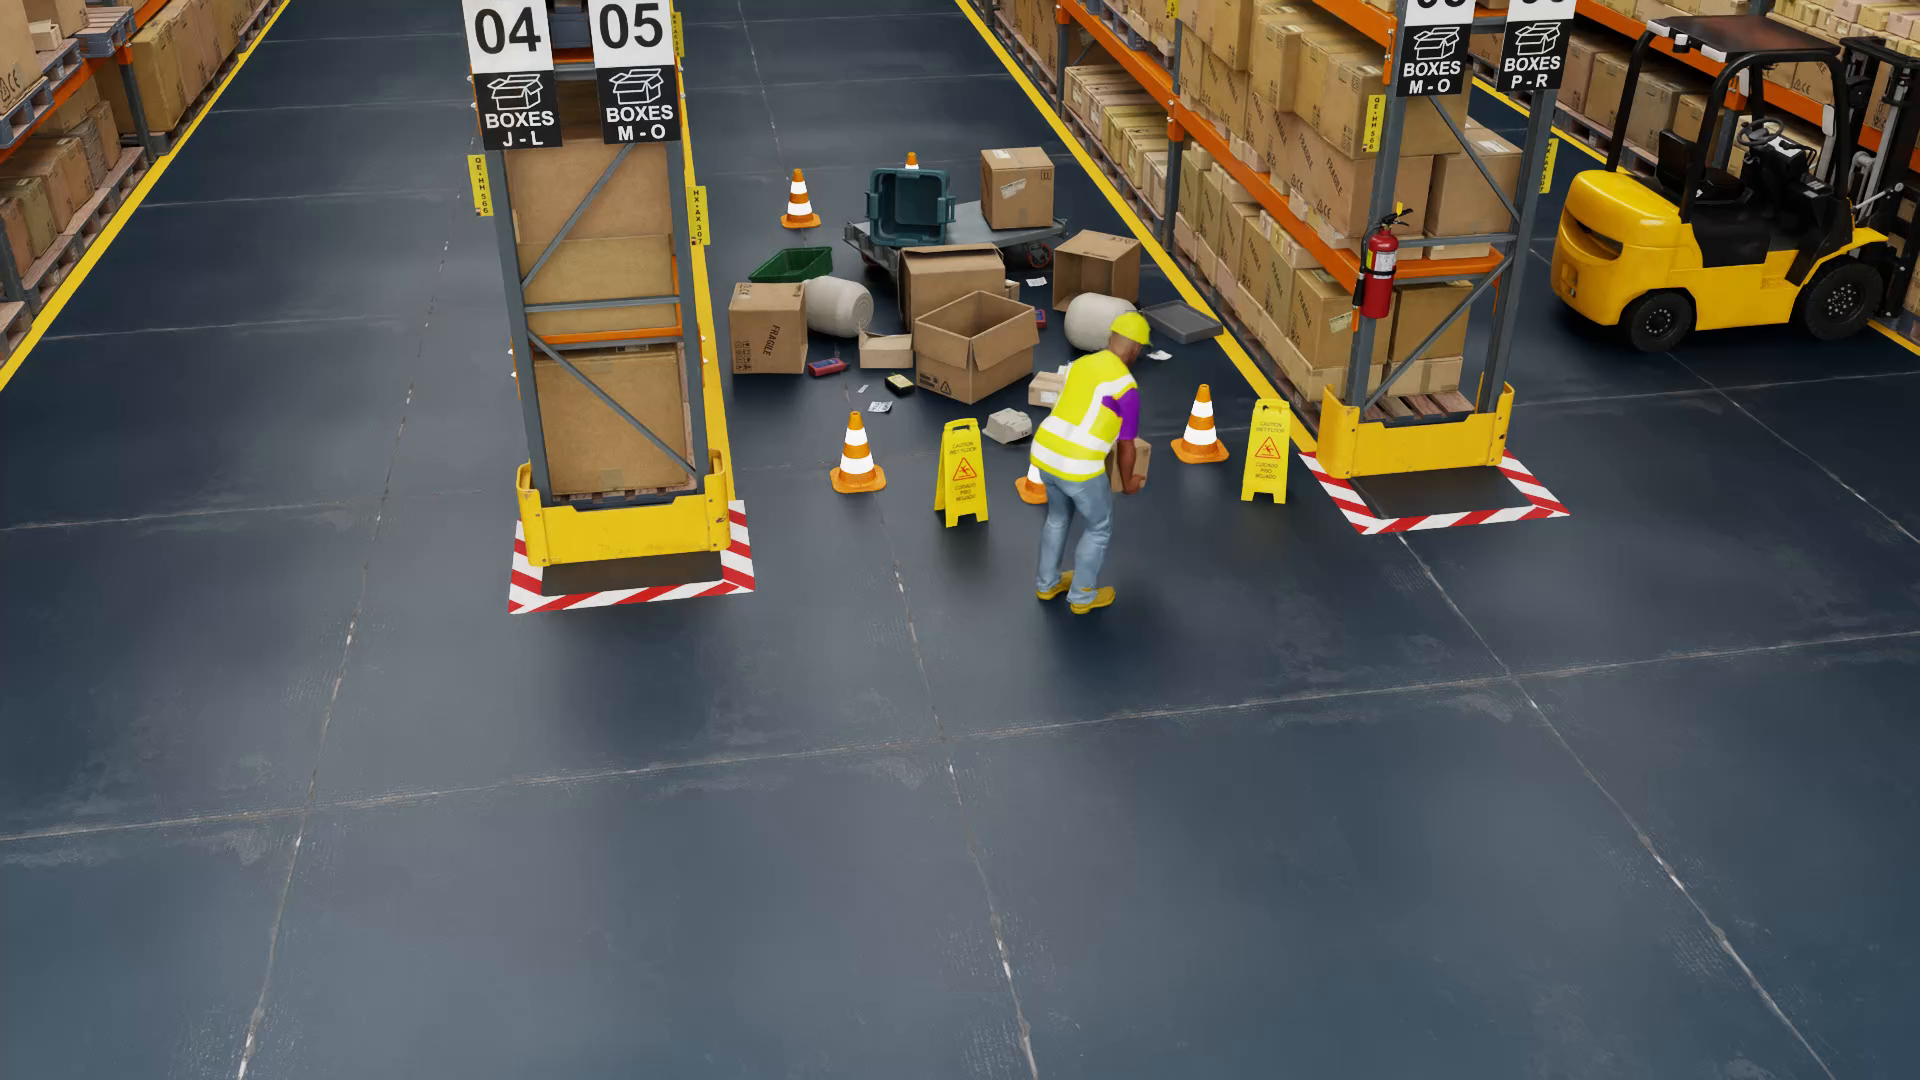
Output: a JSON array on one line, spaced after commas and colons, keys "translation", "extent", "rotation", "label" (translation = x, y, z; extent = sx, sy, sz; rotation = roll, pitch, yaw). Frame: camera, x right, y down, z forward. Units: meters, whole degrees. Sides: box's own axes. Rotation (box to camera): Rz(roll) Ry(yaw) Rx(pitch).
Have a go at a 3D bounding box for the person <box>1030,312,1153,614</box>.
[{"translation": [0.722, -0.418, 8.976], "extent": [0.749, 1.608, 0.480], "rotation": [-24, 38, -35], "label": "person"}]
